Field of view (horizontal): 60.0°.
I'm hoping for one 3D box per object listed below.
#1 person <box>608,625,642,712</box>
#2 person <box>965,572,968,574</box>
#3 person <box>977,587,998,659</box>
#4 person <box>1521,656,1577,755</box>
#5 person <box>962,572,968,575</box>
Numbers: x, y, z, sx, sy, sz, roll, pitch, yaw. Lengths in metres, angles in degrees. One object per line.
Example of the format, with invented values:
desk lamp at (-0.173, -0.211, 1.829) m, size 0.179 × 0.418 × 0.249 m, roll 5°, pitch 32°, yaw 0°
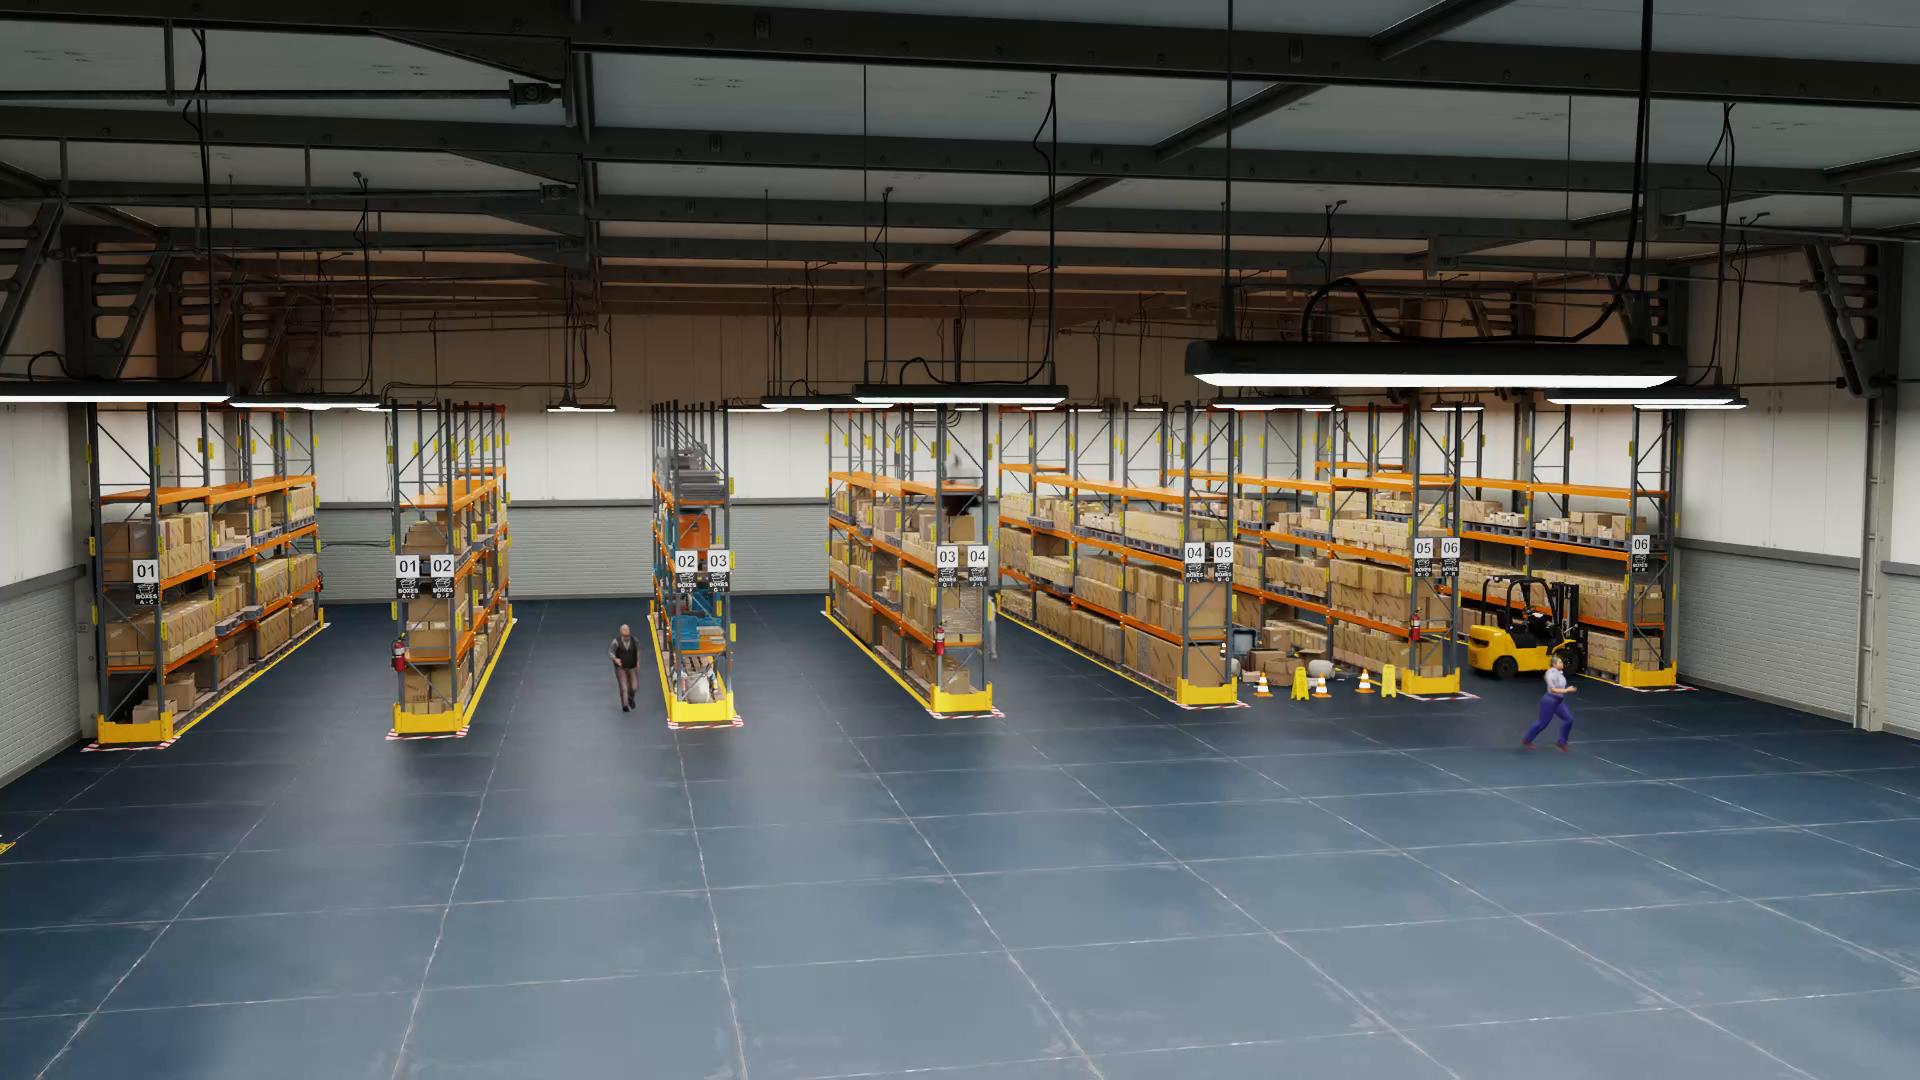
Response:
person at (-6.417, 2.469, 31.959) m, size 0.673 × 1.681 × 0.569 m, roll -2°, pitch 5°, yaw -21°
person at (-0.150, 1.271, 48.477) m, size 0.703 × 1.655 × 0.843 m, roll 1°, pitch 4°, yaw 15°
person at (0.632, 1.919, 39.140) m, size 0.608 × 1.663 × 0.880 m, roll -2°, pitch 5°, yaw -22°
person at (10.003, 2.791, 28.149) m, size 0.873 × 1.691 × 0.610 m, roll 3°, pitch 5°, yaw 36°
person at (0.350, 1.153, 49.251) m, size 0.566 × 1.730 × 0.788 m, roll -2°, pitch 5°, yaw -30°
